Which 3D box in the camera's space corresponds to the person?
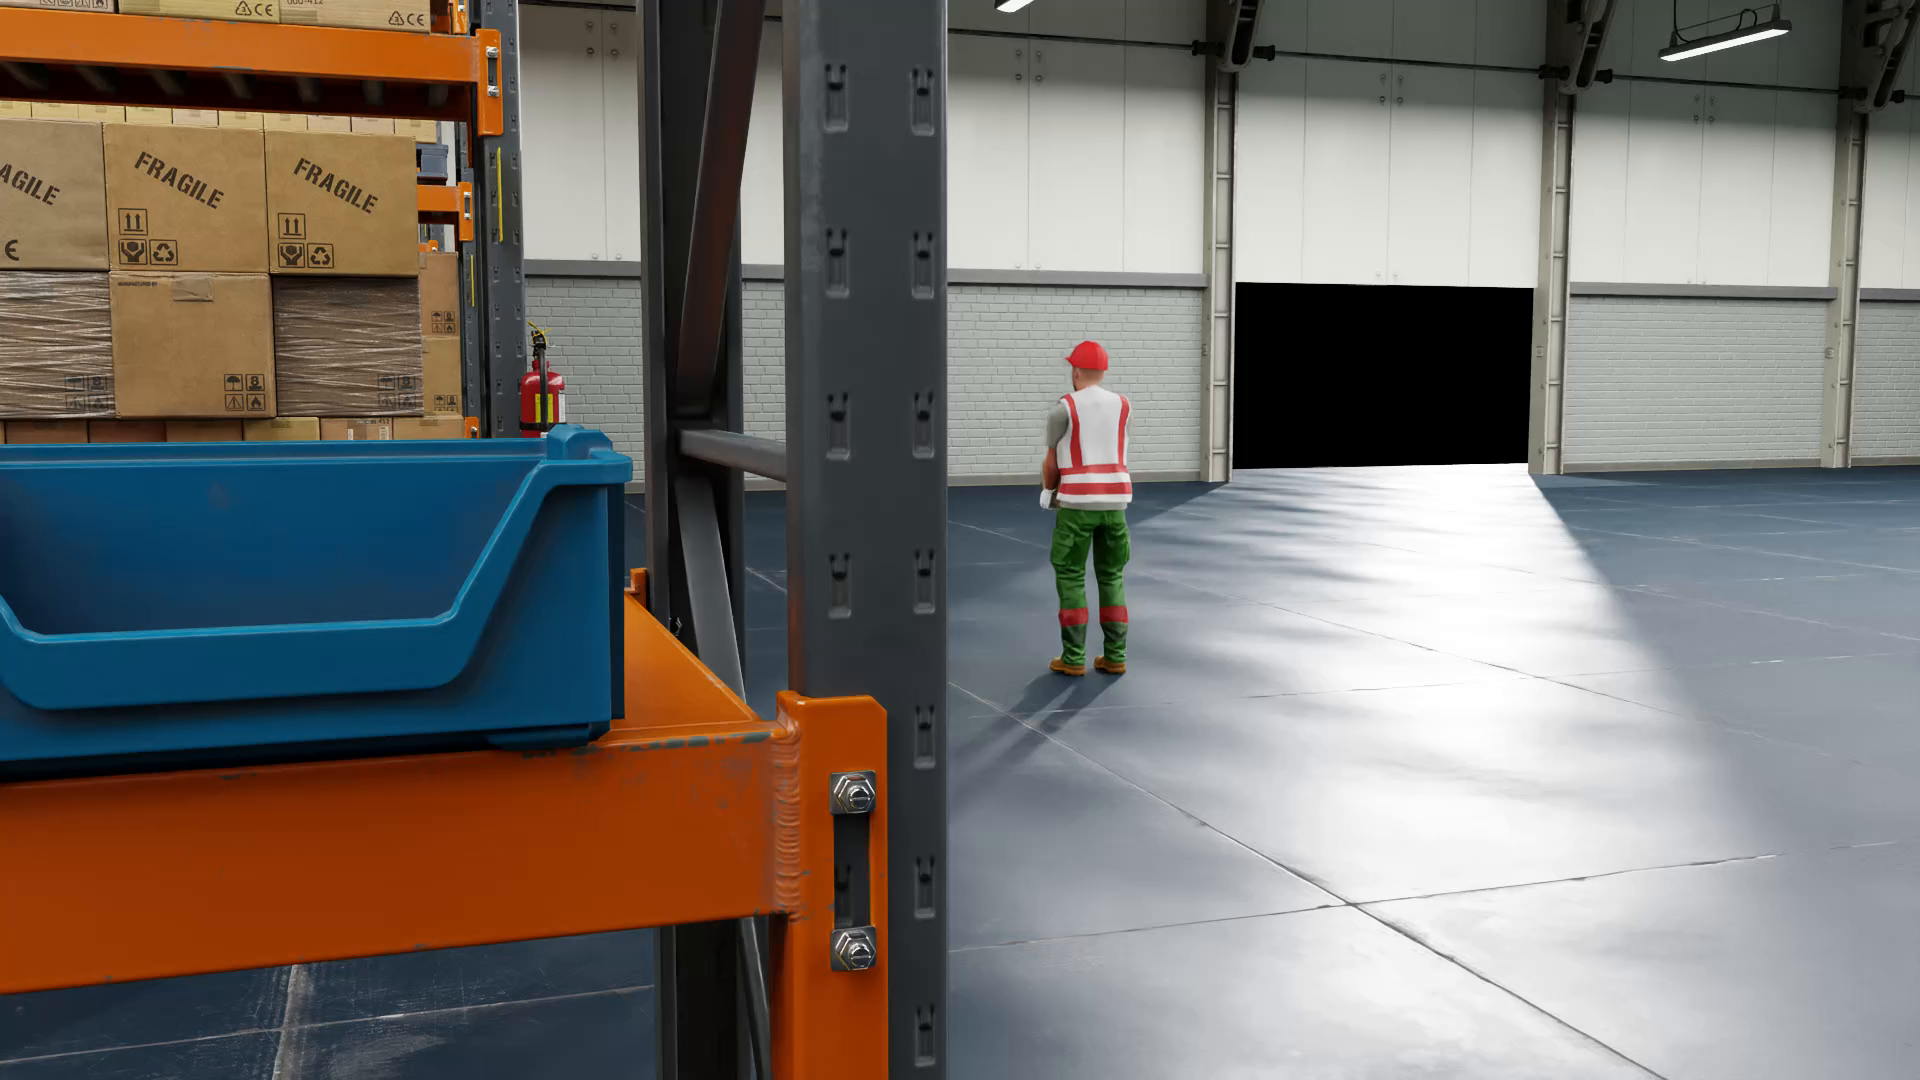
[{"bbox_3d":[0.665,-0.182,8.994,0.495,1.784,0.559,-2,6,-20],"label":"person"}]
